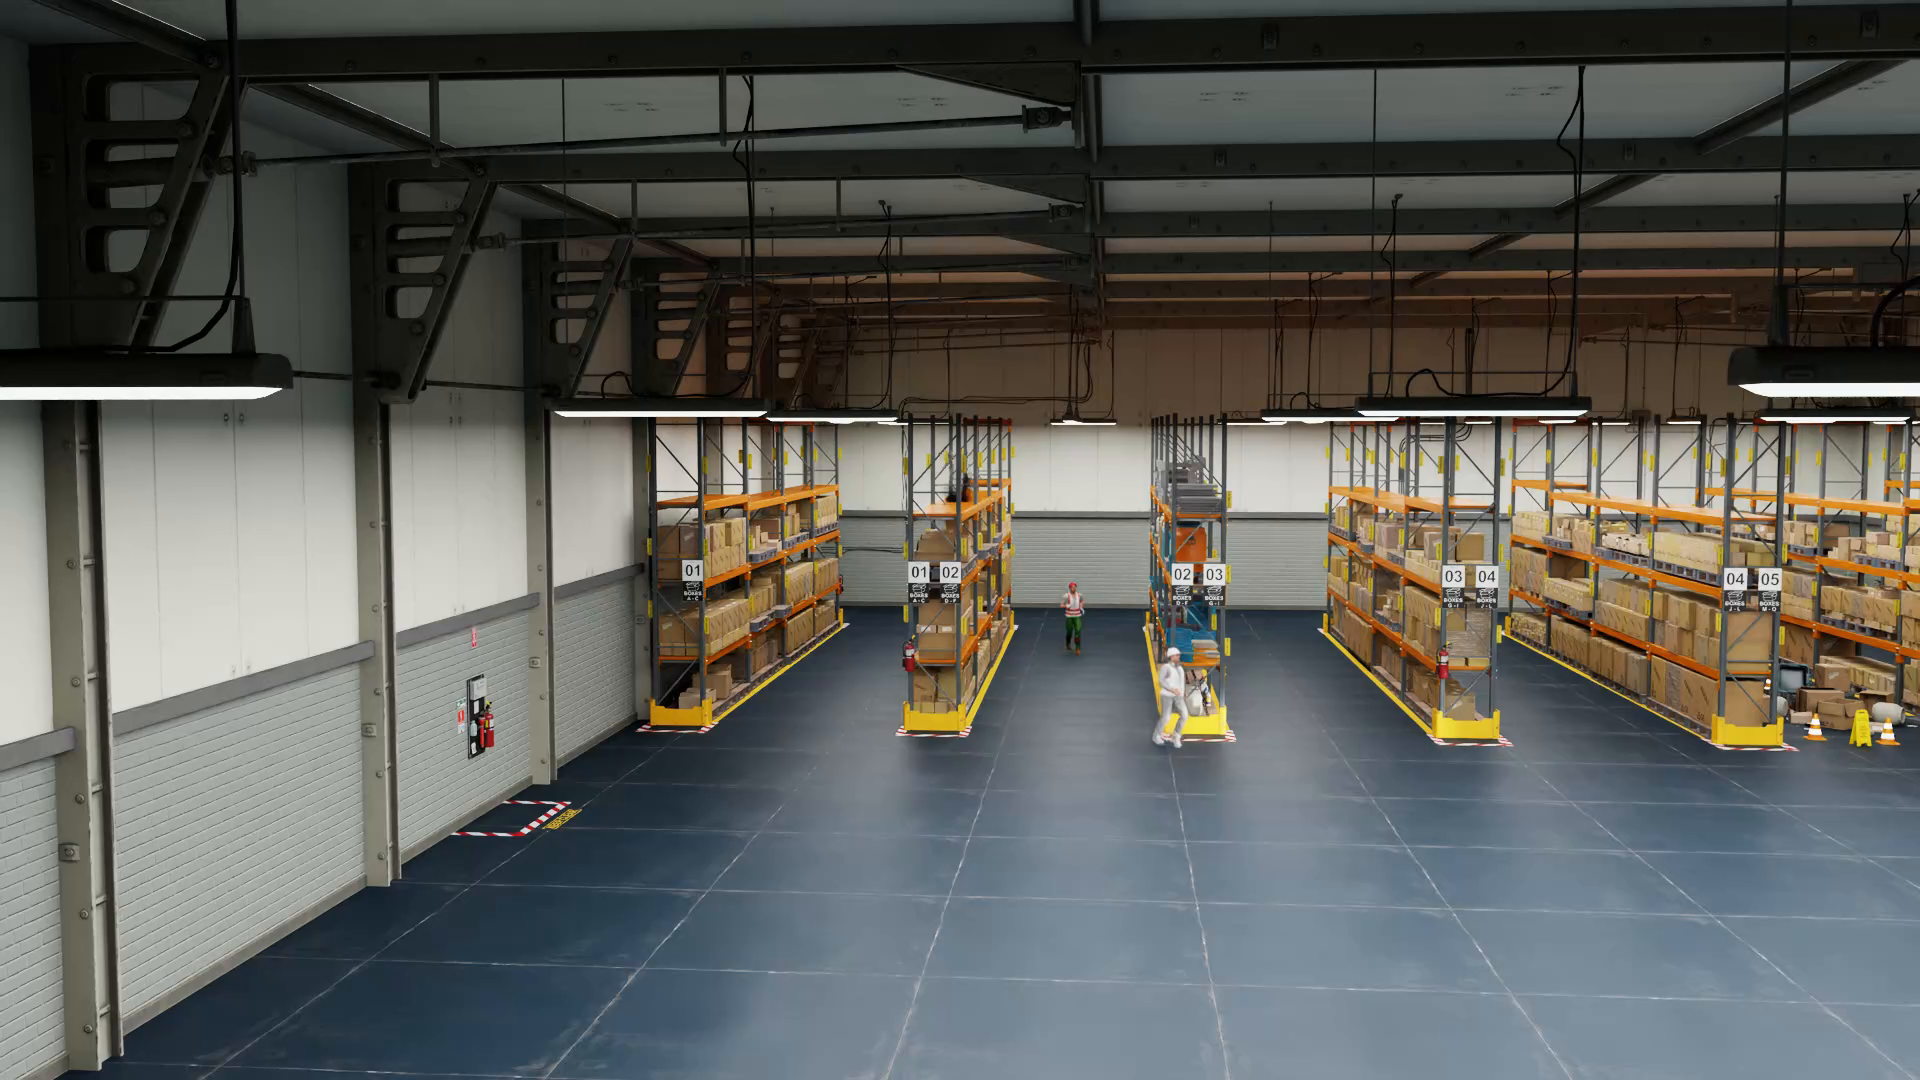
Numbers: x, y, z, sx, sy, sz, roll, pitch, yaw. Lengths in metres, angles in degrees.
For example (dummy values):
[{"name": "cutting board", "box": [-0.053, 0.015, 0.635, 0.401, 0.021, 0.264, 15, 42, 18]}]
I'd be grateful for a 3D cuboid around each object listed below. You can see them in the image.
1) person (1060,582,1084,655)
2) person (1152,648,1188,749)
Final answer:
[{"name": "person", "box": [2.861, 1.963, 42.148, 0.644, 1.806, 0.915, -1, 4, -8]}, {"name": "person", "box": [3.865, 2.835, 29.989, 0.702, 1.778, 0.645, -3, 5, -34]}]
